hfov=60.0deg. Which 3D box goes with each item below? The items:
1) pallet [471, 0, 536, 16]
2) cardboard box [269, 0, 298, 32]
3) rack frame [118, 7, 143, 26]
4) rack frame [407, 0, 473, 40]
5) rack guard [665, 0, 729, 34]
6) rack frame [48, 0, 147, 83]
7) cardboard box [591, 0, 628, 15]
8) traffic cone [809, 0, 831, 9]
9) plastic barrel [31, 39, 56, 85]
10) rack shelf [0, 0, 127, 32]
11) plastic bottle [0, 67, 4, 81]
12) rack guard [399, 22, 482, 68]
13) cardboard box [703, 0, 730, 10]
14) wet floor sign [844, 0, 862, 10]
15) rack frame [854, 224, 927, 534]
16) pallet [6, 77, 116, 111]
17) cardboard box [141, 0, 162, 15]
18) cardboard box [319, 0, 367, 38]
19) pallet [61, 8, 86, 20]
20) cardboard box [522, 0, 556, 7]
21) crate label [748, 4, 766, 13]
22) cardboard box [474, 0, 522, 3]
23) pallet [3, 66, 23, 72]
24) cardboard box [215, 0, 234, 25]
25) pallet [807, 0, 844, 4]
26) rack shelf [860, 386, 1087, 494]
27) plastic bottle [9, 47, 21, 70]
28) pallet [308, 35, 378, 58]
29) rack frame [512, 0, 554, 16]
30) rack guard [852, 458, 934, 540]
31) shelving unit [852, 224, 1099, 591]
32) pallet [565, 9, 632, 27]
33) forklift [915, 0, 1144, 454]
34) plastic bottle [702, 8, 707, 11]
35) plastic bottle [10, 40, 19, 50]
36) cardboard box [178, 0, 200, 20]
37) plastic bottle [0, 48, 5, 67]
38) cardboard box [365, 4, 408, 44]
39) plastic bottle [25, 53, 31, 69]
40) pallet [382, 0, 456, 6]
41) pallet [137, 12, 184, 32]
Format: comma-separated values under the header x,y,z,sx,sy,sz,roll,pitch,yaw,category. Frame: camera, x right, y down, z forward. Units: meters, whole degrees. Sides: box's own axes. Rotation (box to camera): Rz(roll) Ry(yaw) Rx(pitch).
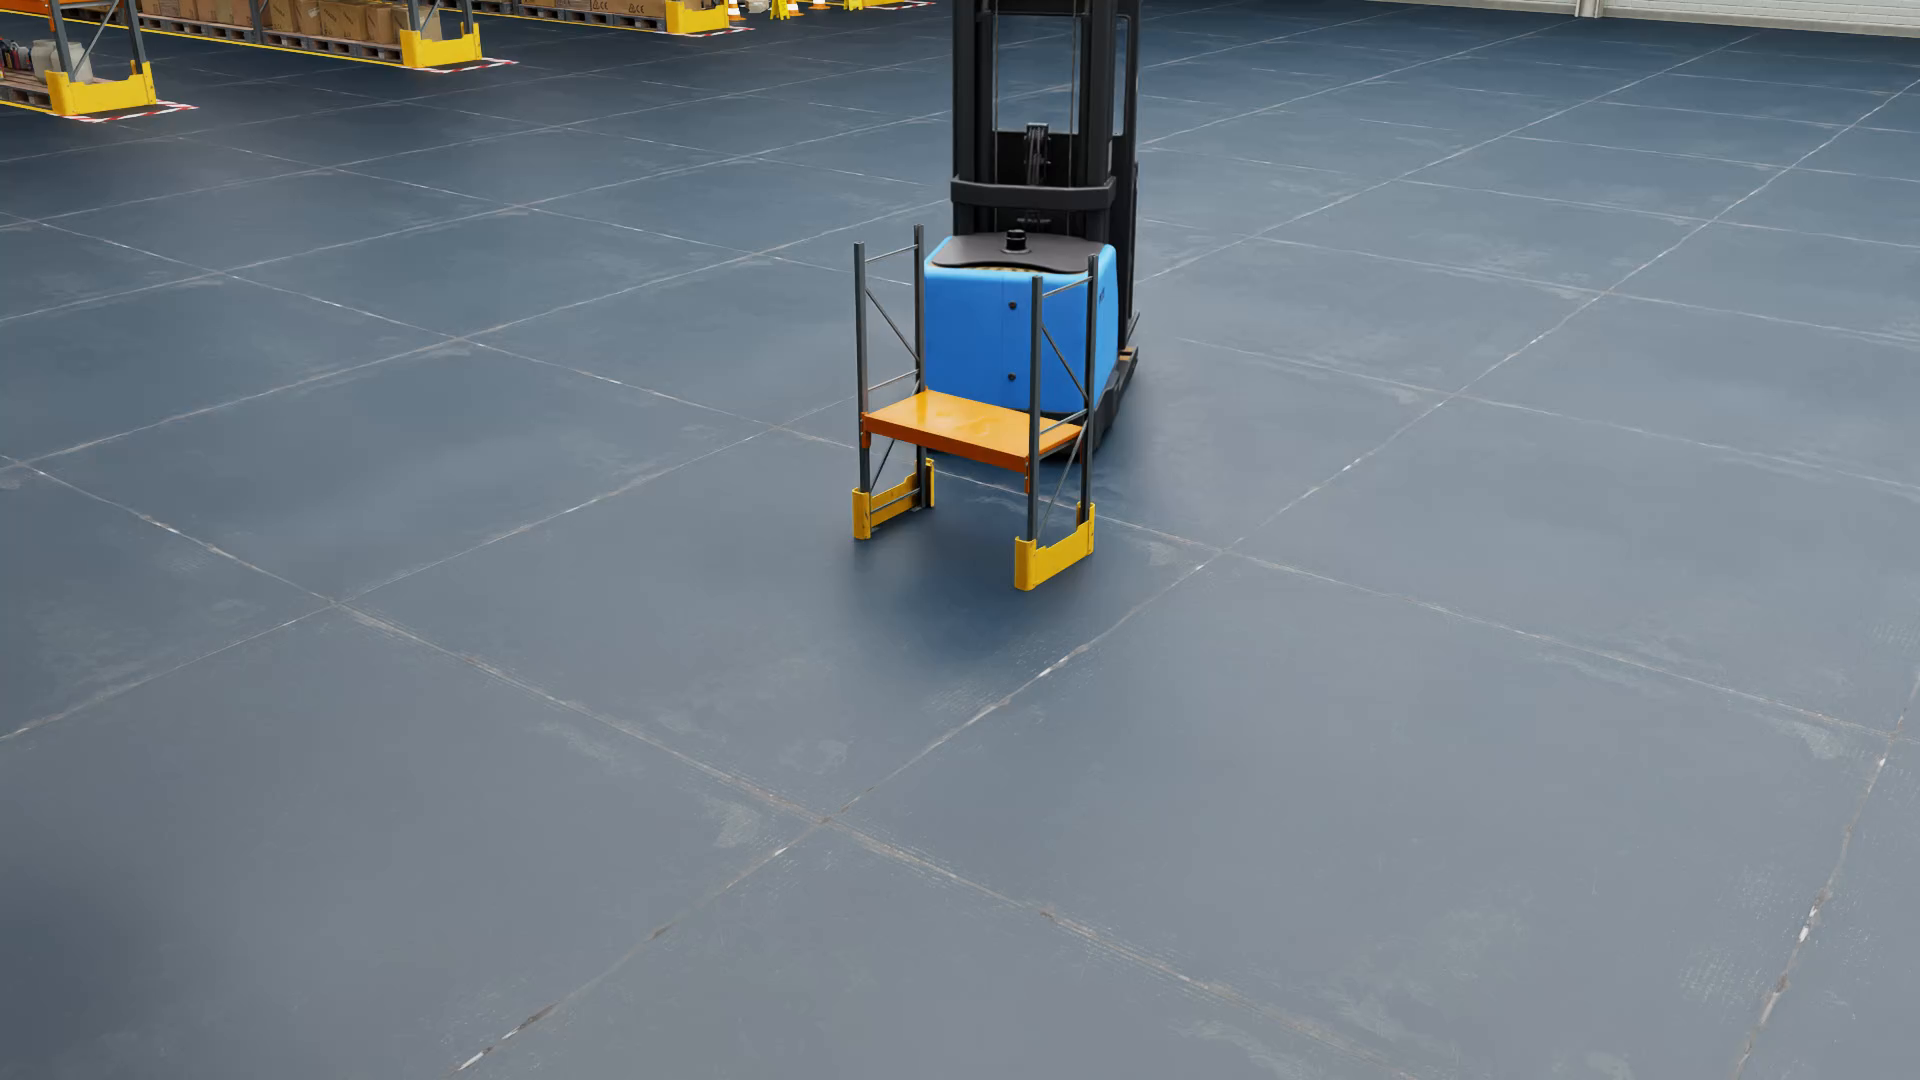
x,y,z,sx,sy,sz,roll,pitch,yaw,category
-8.215,-9.689,30.102,1.213,0.211,1.003,17,29,33,pallet
-10.312,-8.166,25.766,0.500,0.500,0.500,16,28,32,cardboard box
-13.809,-10.195,27.791,0.127,3.000,1.000,17,29,33,rack frame
-7.407,-8.260,23.400,0.127,3.000,1.000,17,29,33,rack frame
-4.333,-8.686,27.467,0.348,0.500,1.175,17,29,33,rack guard
-10.378,-6.662,19.773,0.127,3.000,1.000,17,29,33,rack frame
-5.639,-9.411,28.125,0.875,0.875,0.875,16,29,32,cardboard box
-2.582,-9.984,30.460,0.334,0.463,0.336,17,29,33,traffic cone
-11.351,-5.971,20.770,0.421,0.512,0.421,0,24,0,plastic barrel
-11.978,-6.816,21.016,4.000,0.370,1.077,17,29,33,rack shelf
-12.110,-5.885,20.936,0.097,0.201,0.097,0,24,0,plastic bottle
-7.468,-7.135,23.946,0.348,0.500,1.175,17,29,33,rack guard
-4.388,-9.923,30.270,0.637,0.503,0.797,-1,24,-3,cardboard box
-1.954,-9.989,30.244,0.267,0.644,0.232,-15,28,-30,wet floor sign
-0.339,-0.789,8.303,0.032,1.500,0.500,17,29,33,rack frame
-11.114,-5.587,20.792,1.213,0.211,1.003,17,29,33,pallet
-13.261,-9.096,27.853,0.500,0.500,0.700,15,28,31,cardboard box
-9.305,-7.905,25.174,0.500,0.500,0.500,14,27,29,cardboard box
-15.367,-9.429,29.511,1.213,0.211,1.003,17,29,33,pallet
-7.091,-9.848,29.119,0.875,0.875,0.875,17,29,34,cardboard box
-3.642,-9.565,29.912,0.298,0.136,0.250,3,24,6,crate label
-8.103,-10.087,29.816,0.750,0.750,1.050,17,29,33,cardboard box
-13.066,-6.177,22.132,1.213,0.211,1.003,17,29,33,pallet
-11.457,-8.562,26.639,0.500,0.500,0.700,17,29,33,cardboard box
-2.154,-10.408,31.732,1.213,0.211,1.003,17,29,33,pallet
0.068,-0.501,8.097,1.000,0.185,0.538,17,29,33,rack shelf
-12.414,-6.325,21.832,0.133,0.283,0.061,17,29,33,plastic bottle
-9.069,-7.505,25.146,1.213,0.211,1.003,17,29,33,pallet
-7.553,-10.803,29.172,0.127,3.000,1.000,17,29,33,rack frame
-0.338,-0.216,8.554,0.087,0.250,0.587,17,29,33,rack guard
0.061,-0.668,8.029,1.083,1.500,0.587,17,29,33,shelving unit
-6.011,-9.023,28.590,1.213,0.211,1.003,17,29,33,pallet
0.551,-2.385,10.152,1.130,2.935,3.031,5,24,11,forklift
-4.703,-9.535,29.939,0.283,0.061,0.133,7,25,15,plastic bottle
-12.478,-6.431,21.989,0.185,0.351,0.144,17,29,33,plastic bottle
-12.351,-8.832,27.252,0.500,0.500,0.700,20,31,38,cardboard box
-12.806,-6.421,22.059,0.135,0.276,0.152,17,29,33,plastic bottle
-8.396,-7.598,24.477,0.500,0.500,0.500,-17,29,-34,cardboard box
-12.240,-6.303,21.882,0.097,0.201,0.097,0,24,0,plastic bottle
-10.168,-10.279,31.442,1.213,0.211,1.003,17,29,33,pallet
-13.185,-8.729,27.923,1.213,0.211,1.003,17,29,33,pallet
